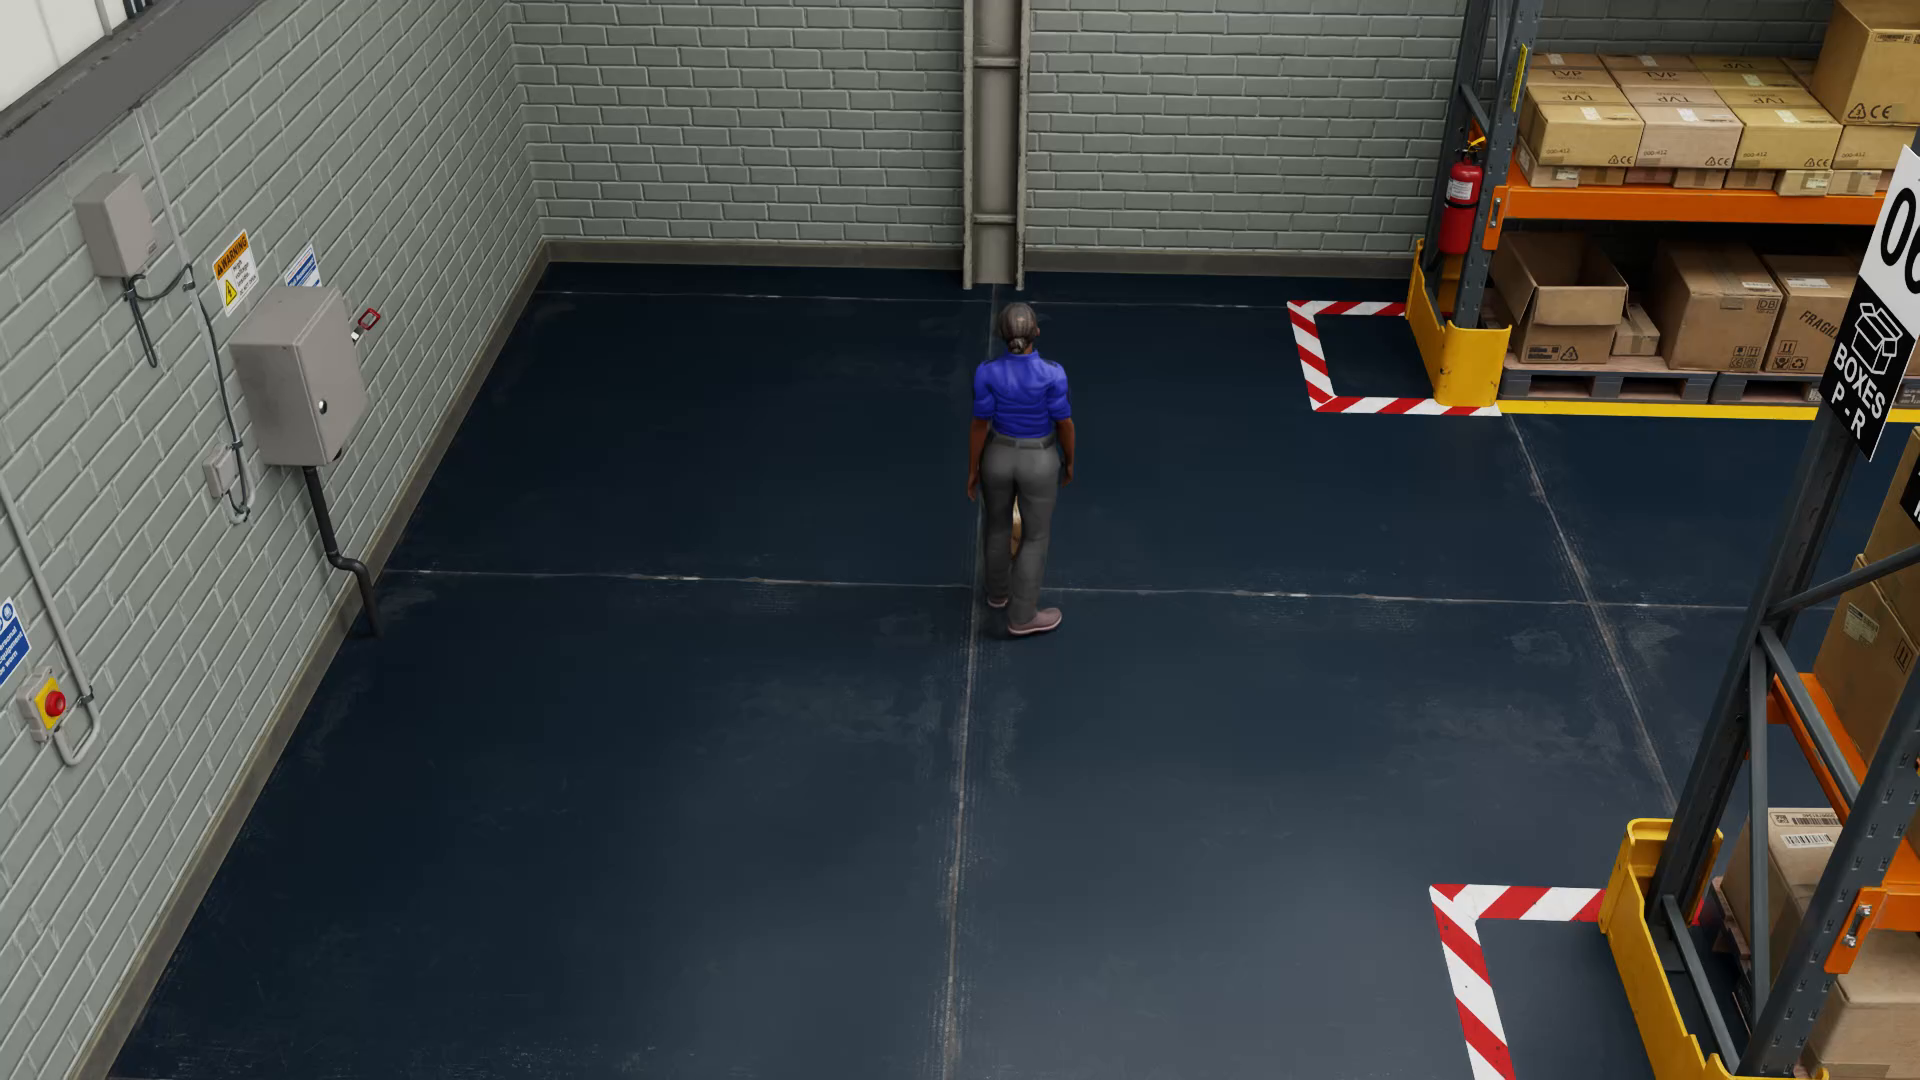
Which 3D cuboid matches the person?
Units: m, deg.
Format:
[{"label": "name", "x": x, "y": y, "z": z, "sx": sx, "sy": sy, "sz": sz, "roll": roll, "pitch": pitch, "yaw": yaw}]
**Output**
[{"label": "person", "x": 0.279, "y": -0.340, "z": 7.574, "sx": 0.471, "sy": 1.652, "sz": 0.507, "roll": 8, "pitch": 37, "yaw": 10}]
